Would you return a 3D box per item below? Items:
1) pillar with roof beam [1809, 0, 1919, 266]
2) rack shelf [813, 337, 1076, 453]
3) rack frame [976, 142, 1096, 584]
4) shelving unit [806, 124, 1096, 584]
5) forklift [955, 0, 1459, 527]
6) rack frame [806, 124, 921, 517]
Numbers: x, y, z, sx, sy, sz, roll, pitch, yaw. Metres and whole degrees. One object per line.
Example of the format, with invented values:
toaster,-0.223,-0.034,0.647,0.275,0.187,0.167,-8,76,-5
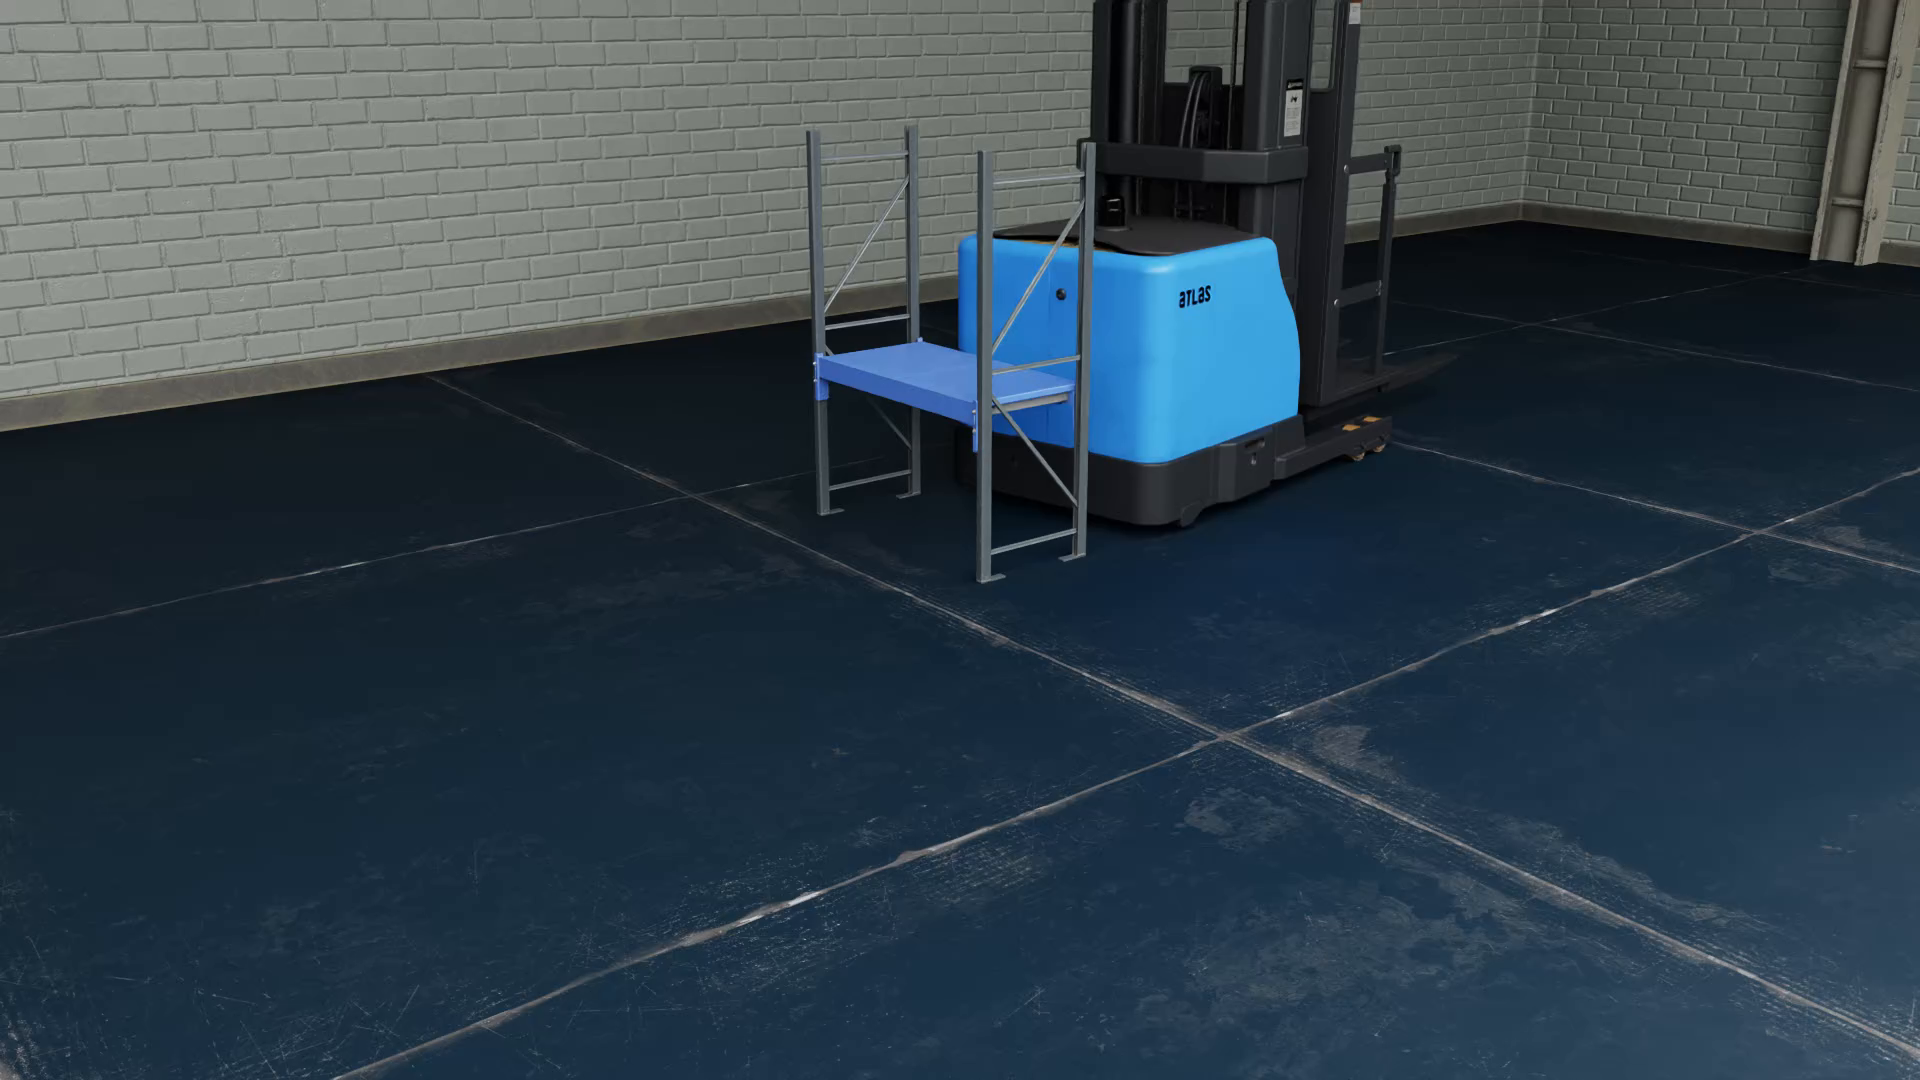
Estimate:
pillar with roof beam,3.492,-5.602,8.966,9.100,9.000,0.400,-14,23,-36
rack shelf,-0.053,-0.562,6.247,0.538,0.185,1.000,-14,23,-36
rack frame,0.263,-0.608,5.812,0.500,1.500,0.032,-14,23,-36
shelving unit,-0.053,-0.733,6.190,0.538,1.500,1.048,-14,23,-36
forklift,1.316,-1.832,7.233,1.130,2.935,3.031,15,24,38
rack frame,-0.369,-0.858,6.568,0.500,1.500,0.032,-14,23,-36
